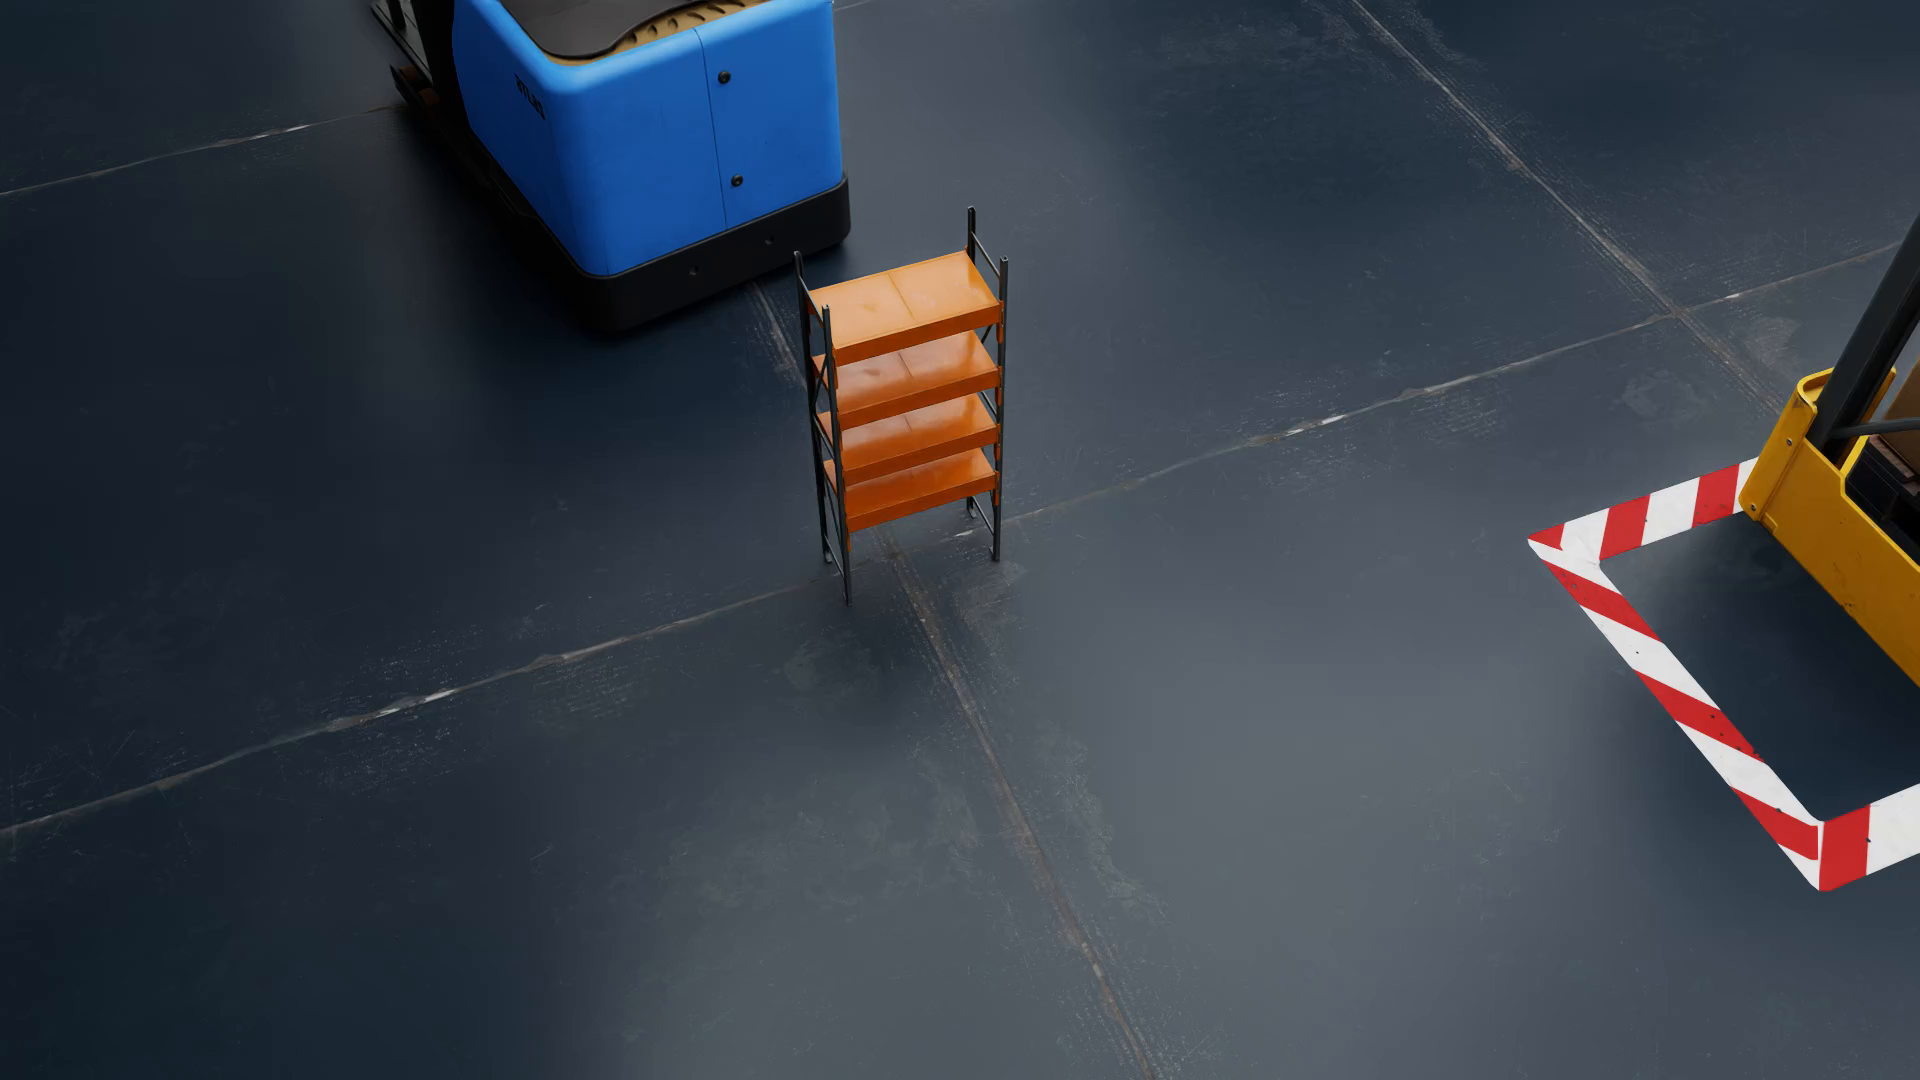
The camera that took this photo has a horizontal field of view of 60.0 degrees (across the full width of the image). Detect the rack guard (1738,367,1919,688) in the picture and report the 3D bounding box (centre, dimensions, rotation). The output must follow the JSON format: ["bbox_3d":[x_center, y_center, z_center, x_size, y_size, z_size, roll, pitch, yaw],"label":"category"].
[{"bbox_3d":[2.867,0.053,4.875,0.348,0.500,1.175,-17,52,-14],"label":"rack guard"}]

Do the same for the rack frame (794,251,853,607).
[{"bbox_3d":[-0.379,-0.273,4.694,0.015,1.200,0.240,-17,52,-14],"label":"rack frame"}]

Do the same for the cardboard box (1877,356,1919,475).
[{"bbox_3d":[3.207,-0.397,4.972,0.500,0.500,0.500,-17,52,-14],"label":"cardboard box"}]

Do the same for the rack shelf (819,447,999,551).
[{"bbox_3d":[-0.153,-0.170,4.956,0.480,0.148,0.258,-17,52,-14],"label":"rack shelf"}]

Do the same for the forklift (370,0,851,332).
[{"bbox_3d":[-1.634,-2.777,5.703,1.130,2.935,3.031,-27,54,-21],"label":"forklift"}]

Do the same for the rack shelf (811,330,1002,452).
[{"bbox_3d":[-0.153,-0.445,4.635,0.480,0.148,0.258,-17,52,-14],"label":"rack shelf"}]

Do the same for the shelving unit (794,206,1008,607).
[{"bbox_3d":[-0.153,-0.343,4.754,0.503,1.200,0.258,-17,52,-14],"label":"shelving unit"}]

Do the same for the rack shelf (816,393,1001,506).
[{"bbox_3d":[-0.153,-0.300,4.805,0.480,0.148,0.258,-17,52,-14],"label":"rack shelf"}]

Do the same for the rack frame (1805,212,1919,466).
[{"bbox_3d":[2.797,-0.740,3.908,0.127,3.000,1.000,-17,52,-14],"label":"rack frame"}]

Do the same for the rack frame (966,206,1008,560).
[{"bbox_3d":[0.073,-0.413,4.814,0.015,1.200,0.240,-17,52,-14],"label":"rack frame"}]

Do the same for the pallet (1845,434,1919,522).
[{"bbox_3d":[3.605,-0.082,5.182,1.213,0.211,1.003,-17,52,-14],"label":"pallet"}]

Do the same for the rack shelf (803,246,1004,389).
[{"bbox_3d":[-0.153,-0.599,4.456,0.480,0.148,0.258,-17,52,-14],"label":"rack shelf"}]
